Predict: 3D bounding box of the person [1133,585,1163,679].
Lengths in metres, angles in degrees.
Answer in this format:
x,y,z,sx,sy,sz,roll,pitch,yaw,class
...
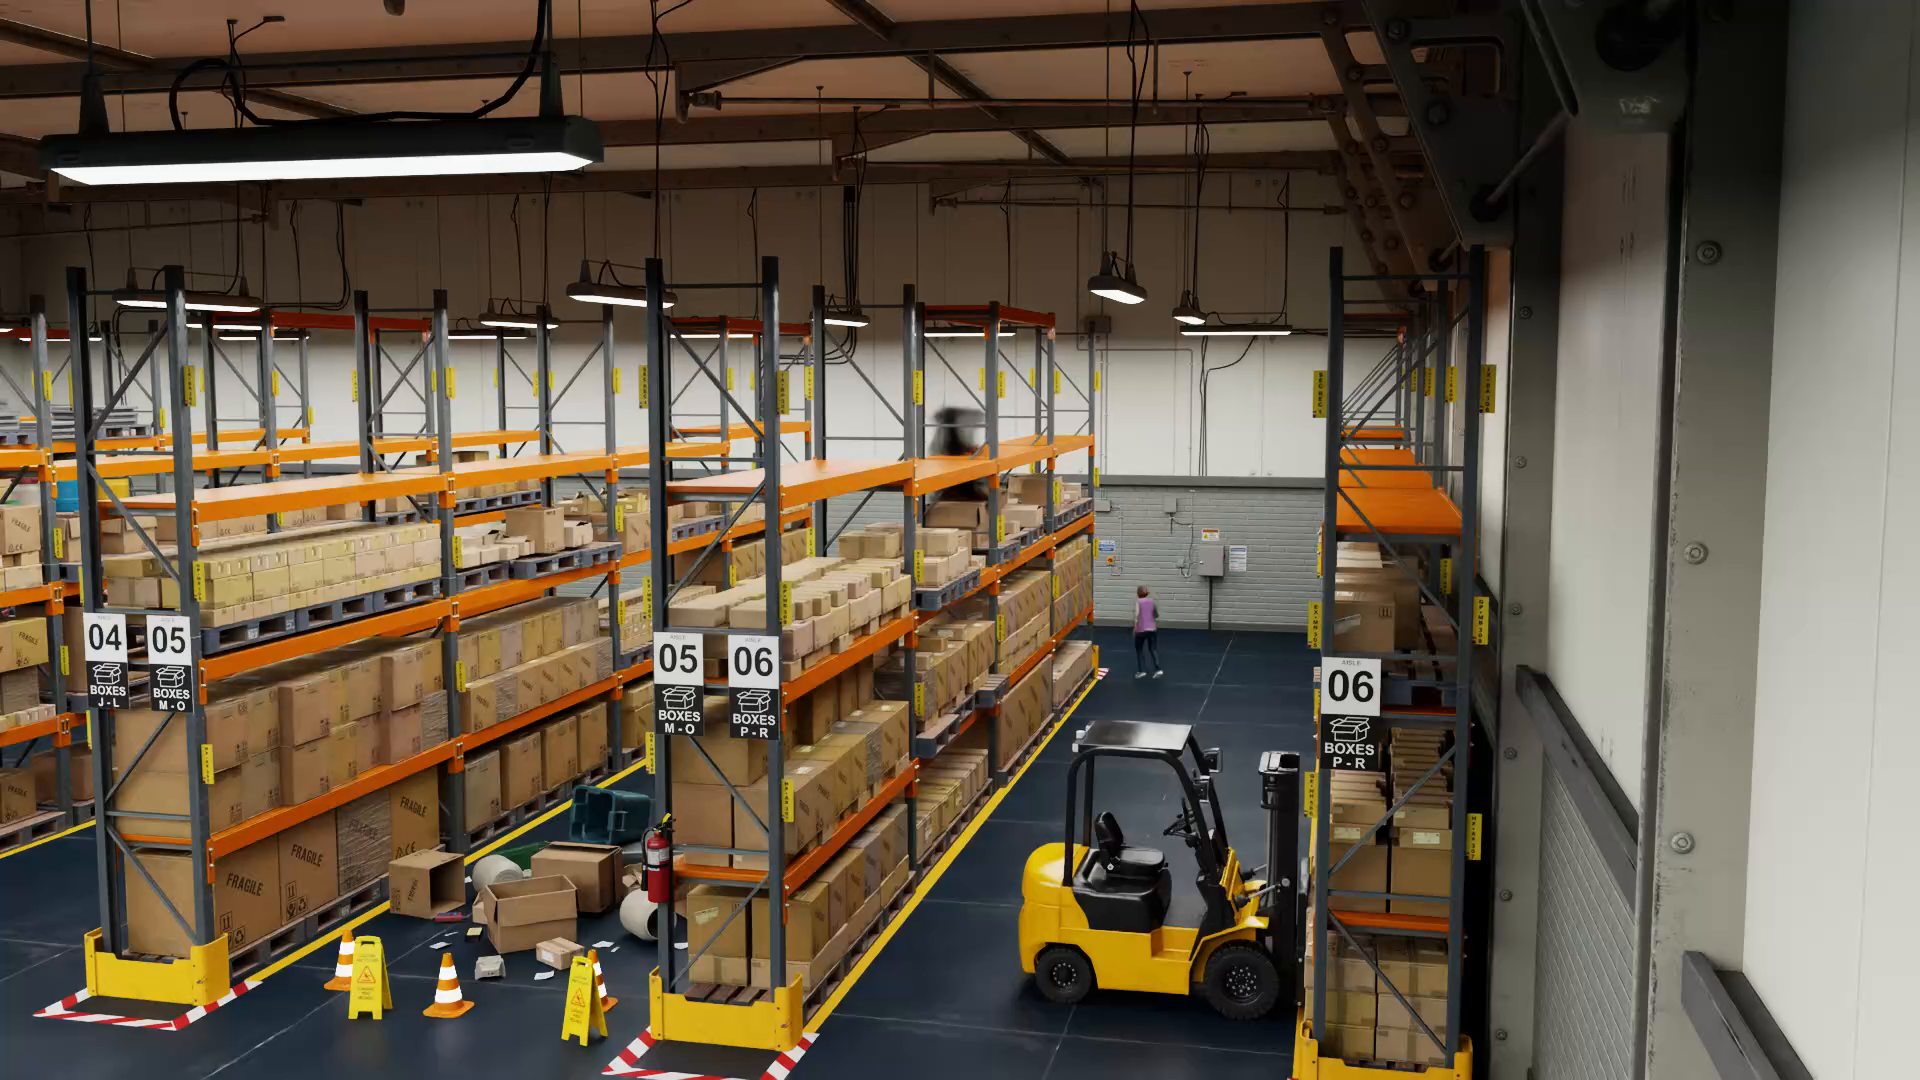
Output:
x,y,z,sx,sy,sz,roll,pitch,yaw,class
3.148,1.568,27.883,0.545,1.581,0.785,-2,6,-19,person
